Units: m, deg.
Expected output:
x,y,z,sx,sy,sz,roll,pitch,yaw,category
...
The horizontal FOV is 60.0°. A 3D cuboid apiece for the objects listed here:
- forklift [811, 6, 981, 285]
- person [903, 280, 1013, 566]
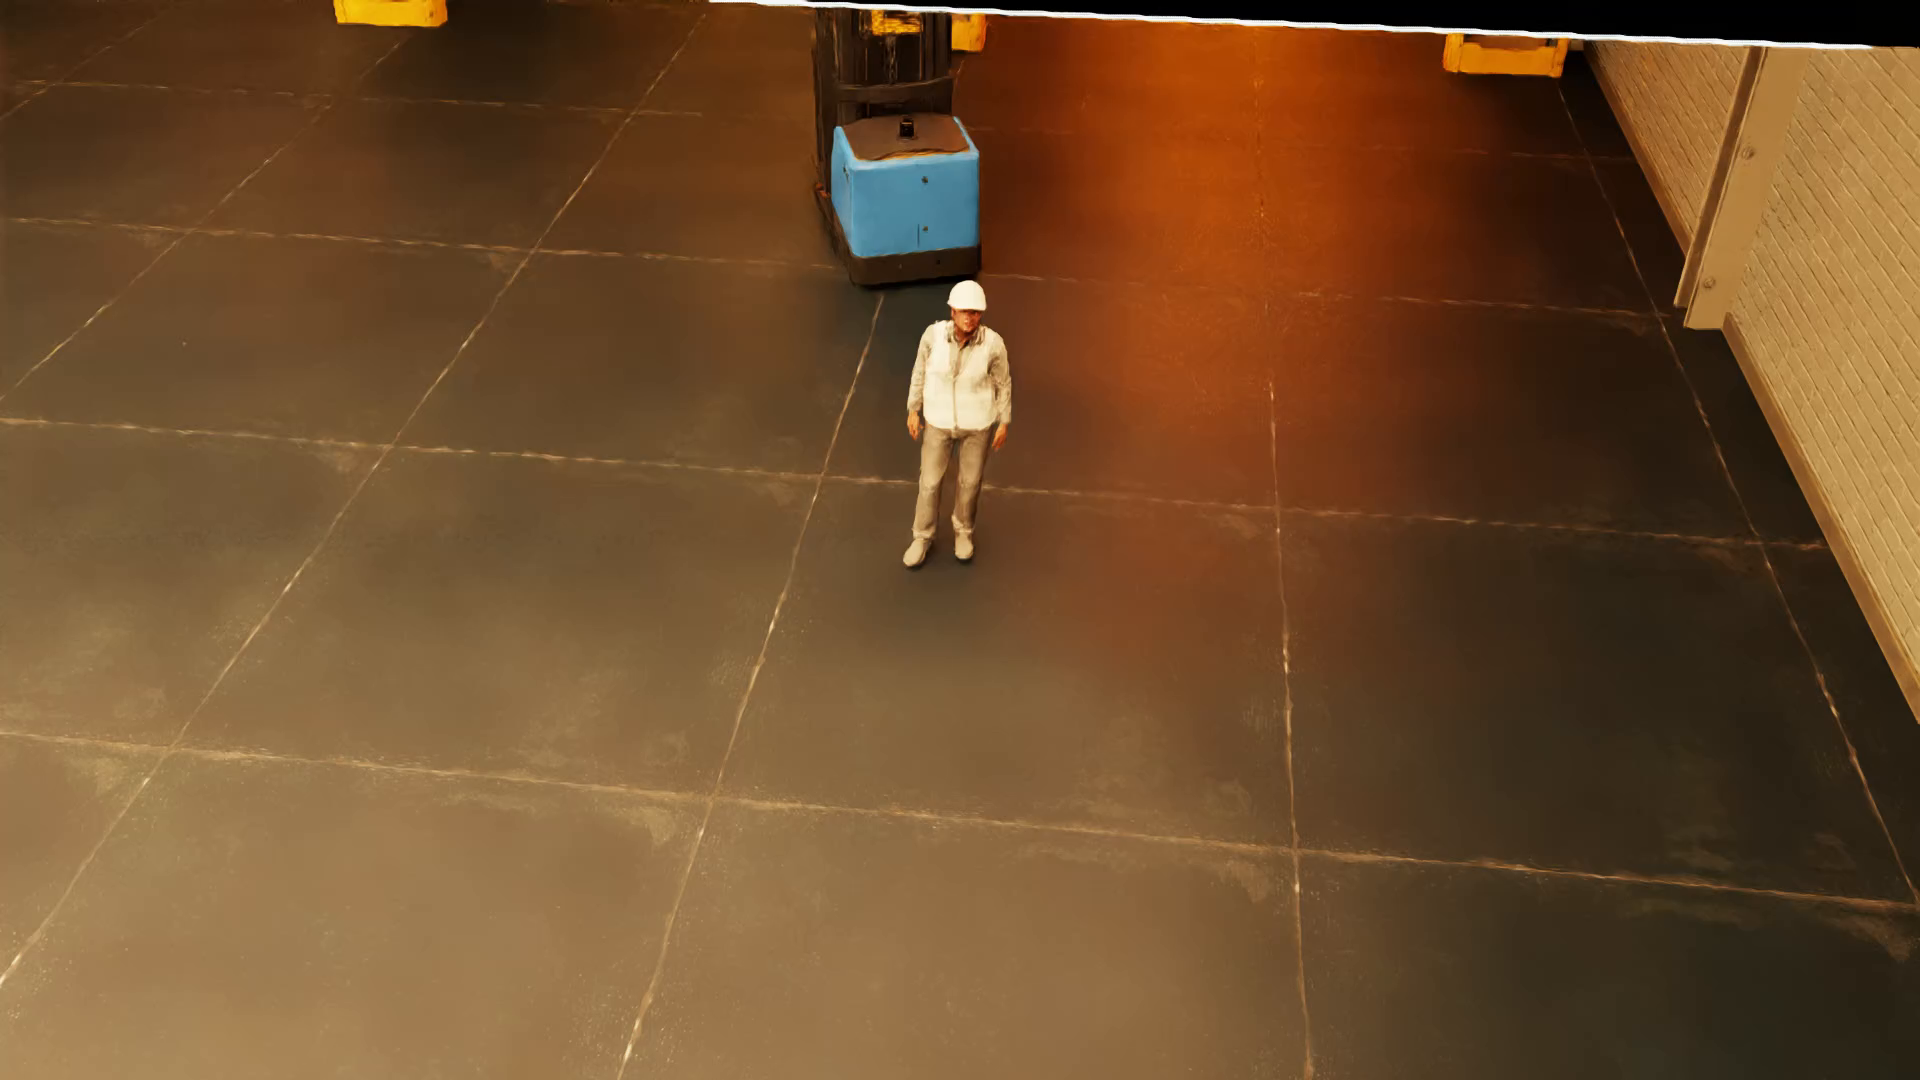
x,y,z,sx,sy,sz,roll,pitch,yaw,category
-0.660,-4.065,13.545,1.130,2.935,3.031,-8,37,-10,forklift
-0.016,-0.684,9.920,0.632,1.773,0.567,4,37,6,person
